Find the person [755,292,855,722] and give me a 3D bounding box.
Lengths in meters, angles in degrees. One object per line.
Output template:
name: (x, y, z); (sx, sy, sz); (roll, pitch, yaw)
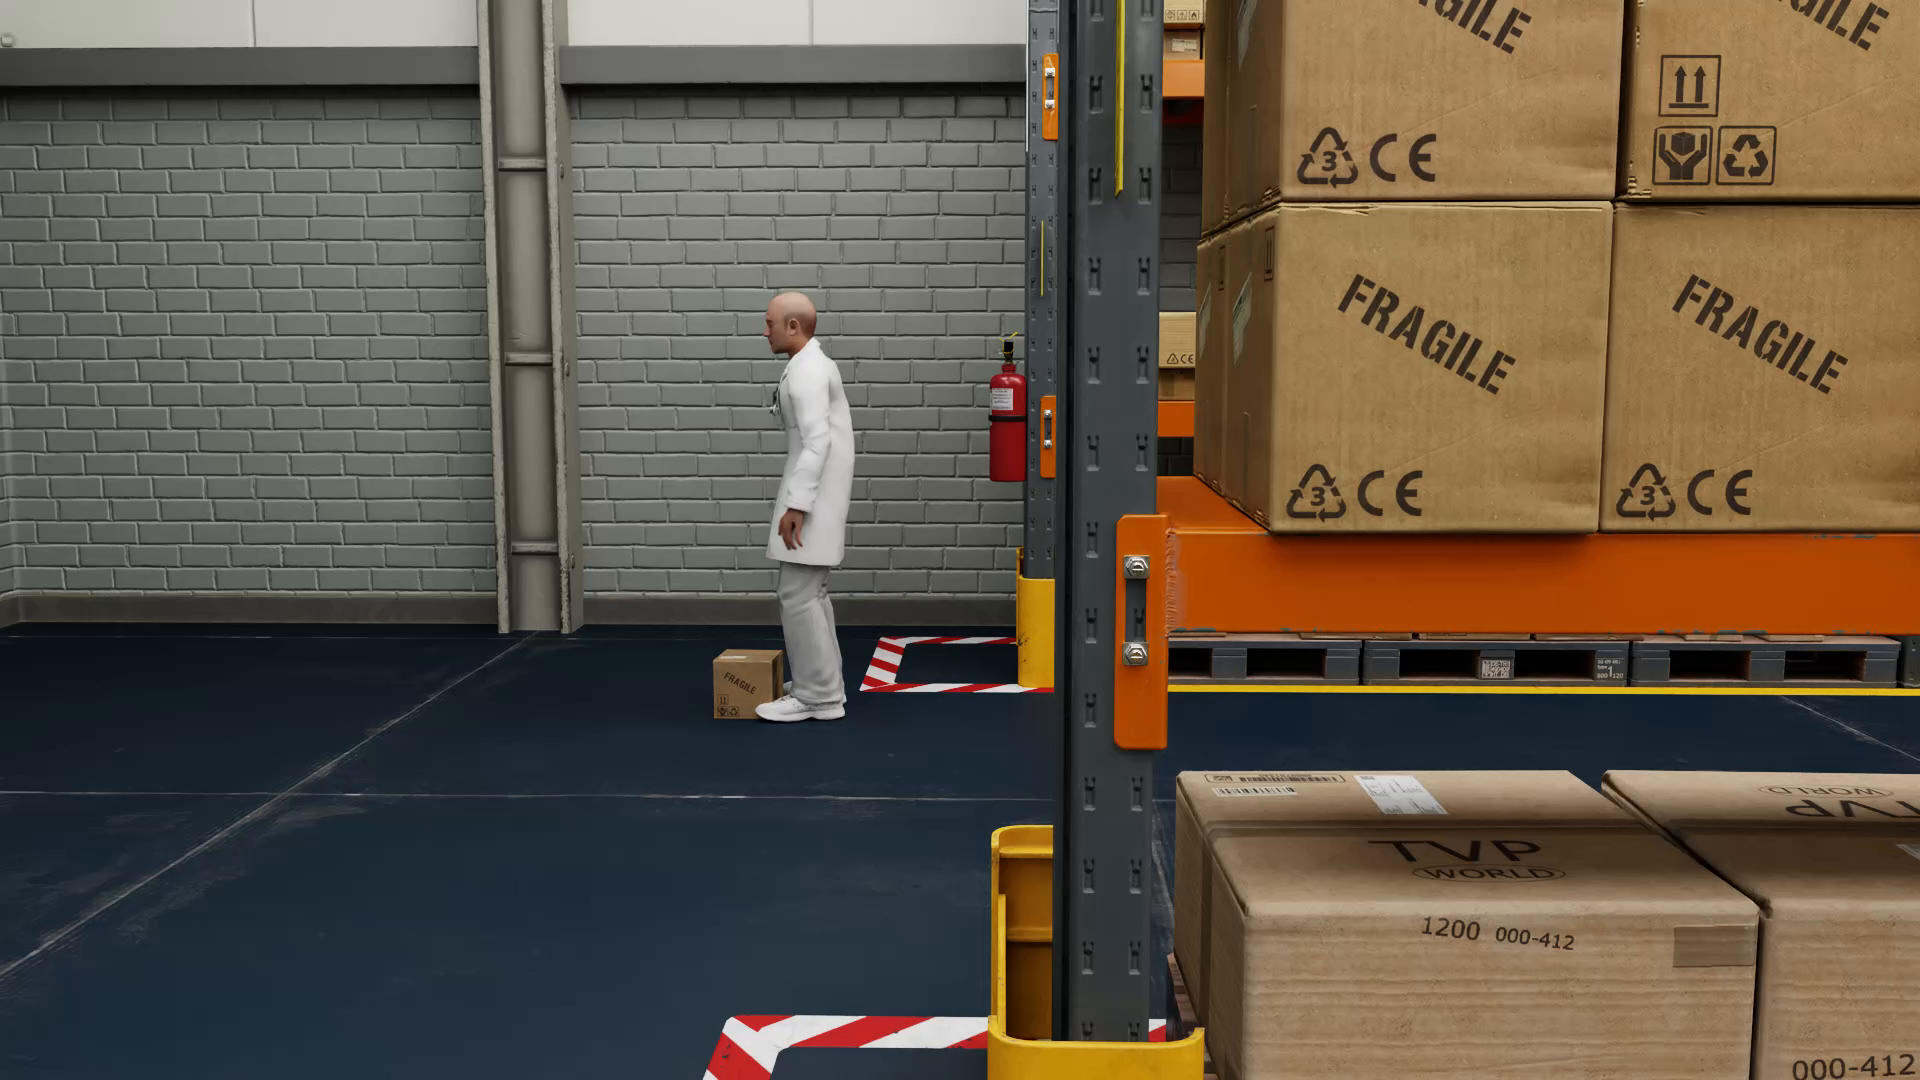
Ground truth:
person: (-0.650, -0.142, 6.965); (0.417, 1.774, 0.654); (0, 7, -2)
